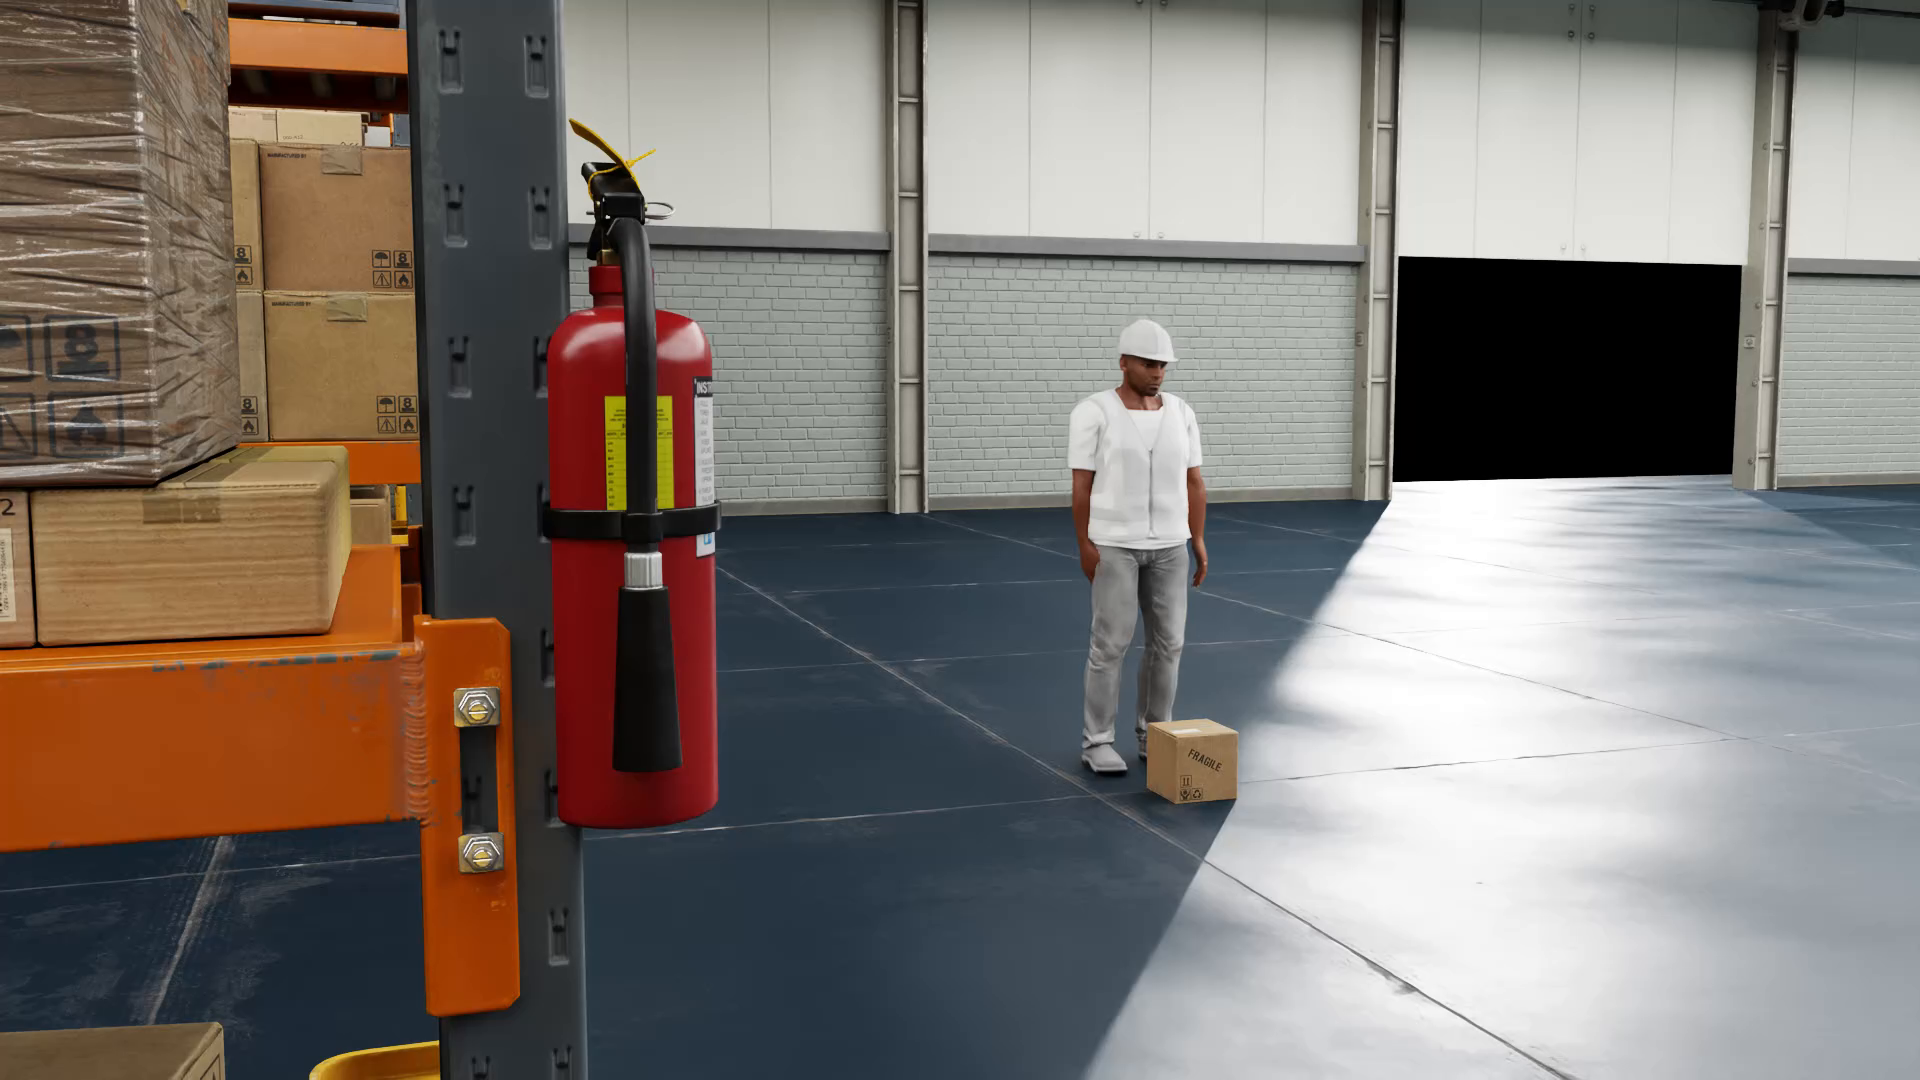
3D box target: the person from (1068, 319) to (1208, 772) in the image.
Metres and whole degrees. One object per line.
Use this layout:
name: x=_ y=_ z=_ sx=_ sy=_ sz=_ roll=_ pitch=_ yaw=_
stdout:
person: x=0.709 y=0.018 z=6.548 sx=0.566 sy=1.762 sz=0.364 roll=-2 pitch=6 yaw=-18
